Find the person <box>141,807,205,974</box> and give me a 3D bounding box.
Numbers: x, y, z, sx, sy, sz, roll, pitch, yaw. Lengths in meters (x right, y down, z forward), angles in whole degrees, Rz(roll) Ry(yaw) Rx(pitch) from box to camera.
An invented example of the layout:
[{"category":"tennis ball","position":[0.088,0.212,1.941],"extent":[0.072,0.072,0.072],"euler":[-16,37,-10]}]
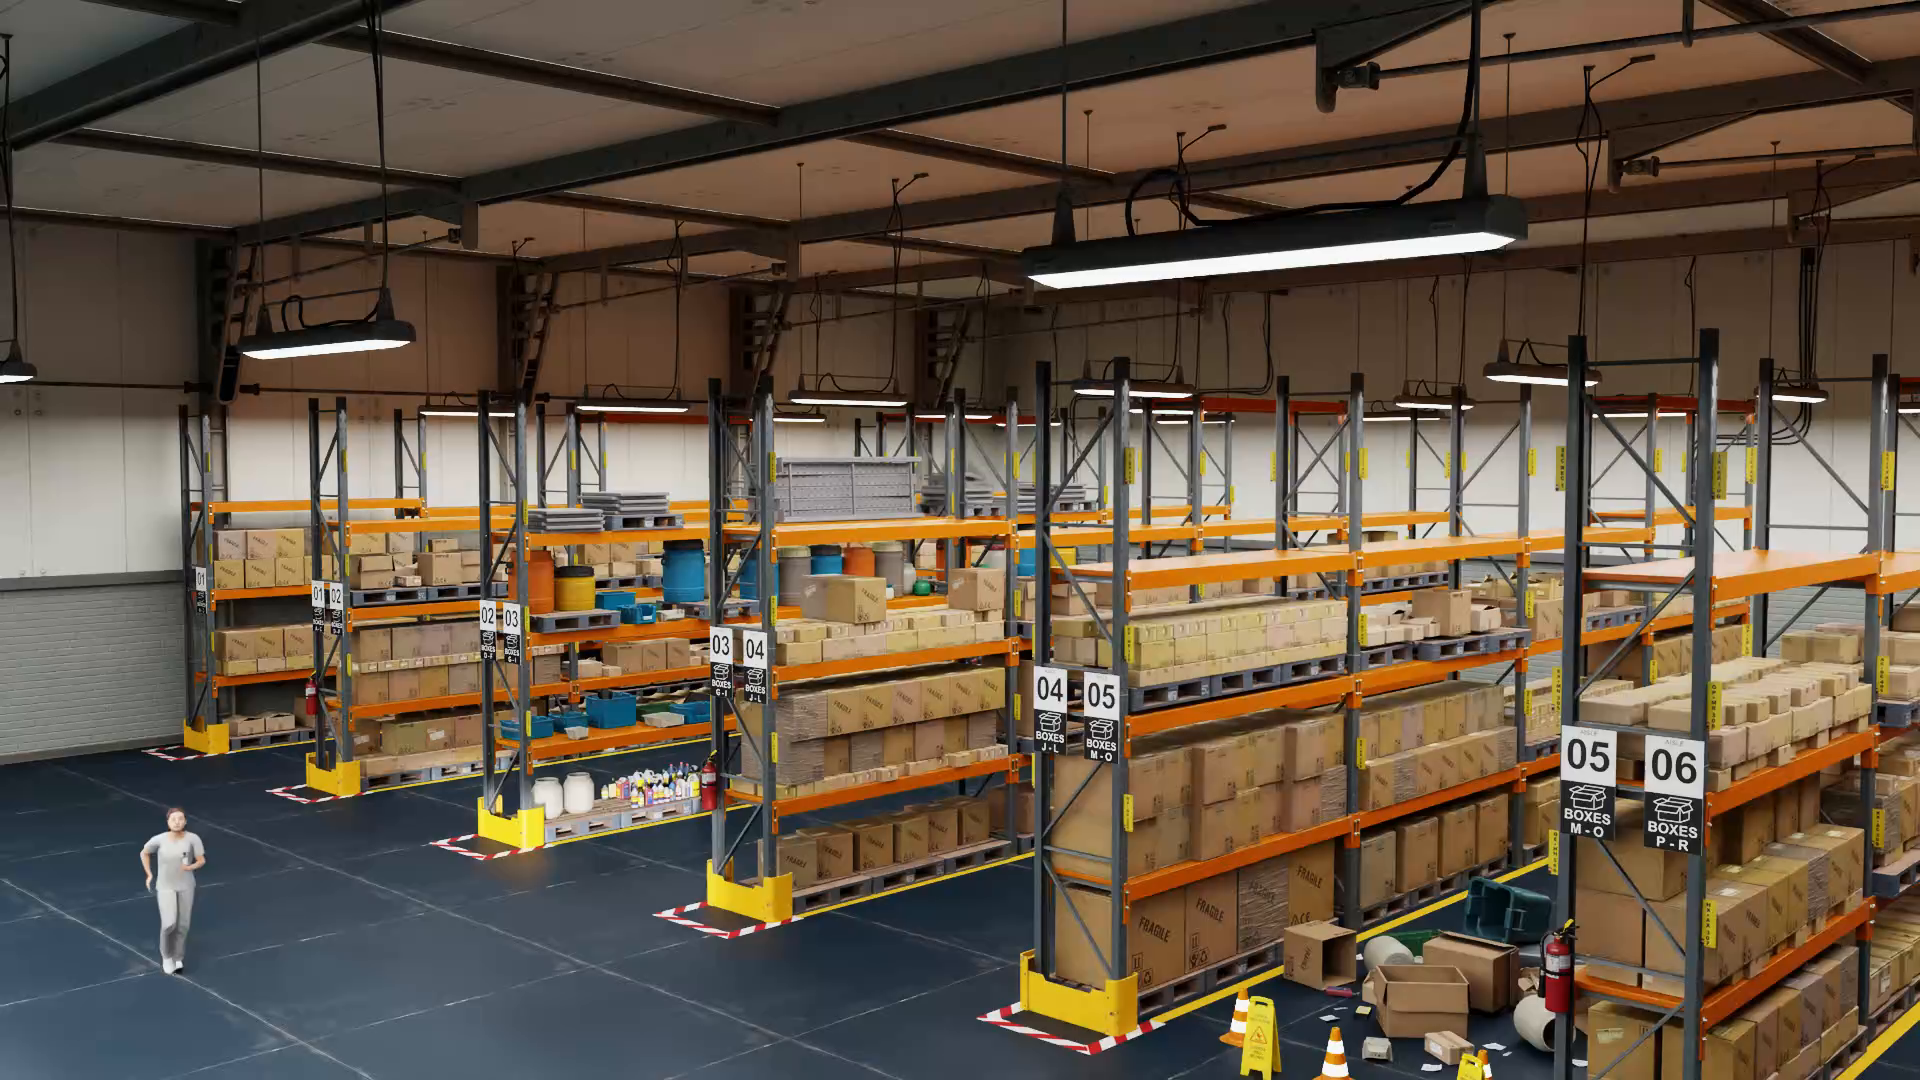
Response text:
[{"category":"person","position":[-7.746,3.457,16.415],"extent":[0.552,1.638,0.613],"euler":[-2,4,-32]}]
